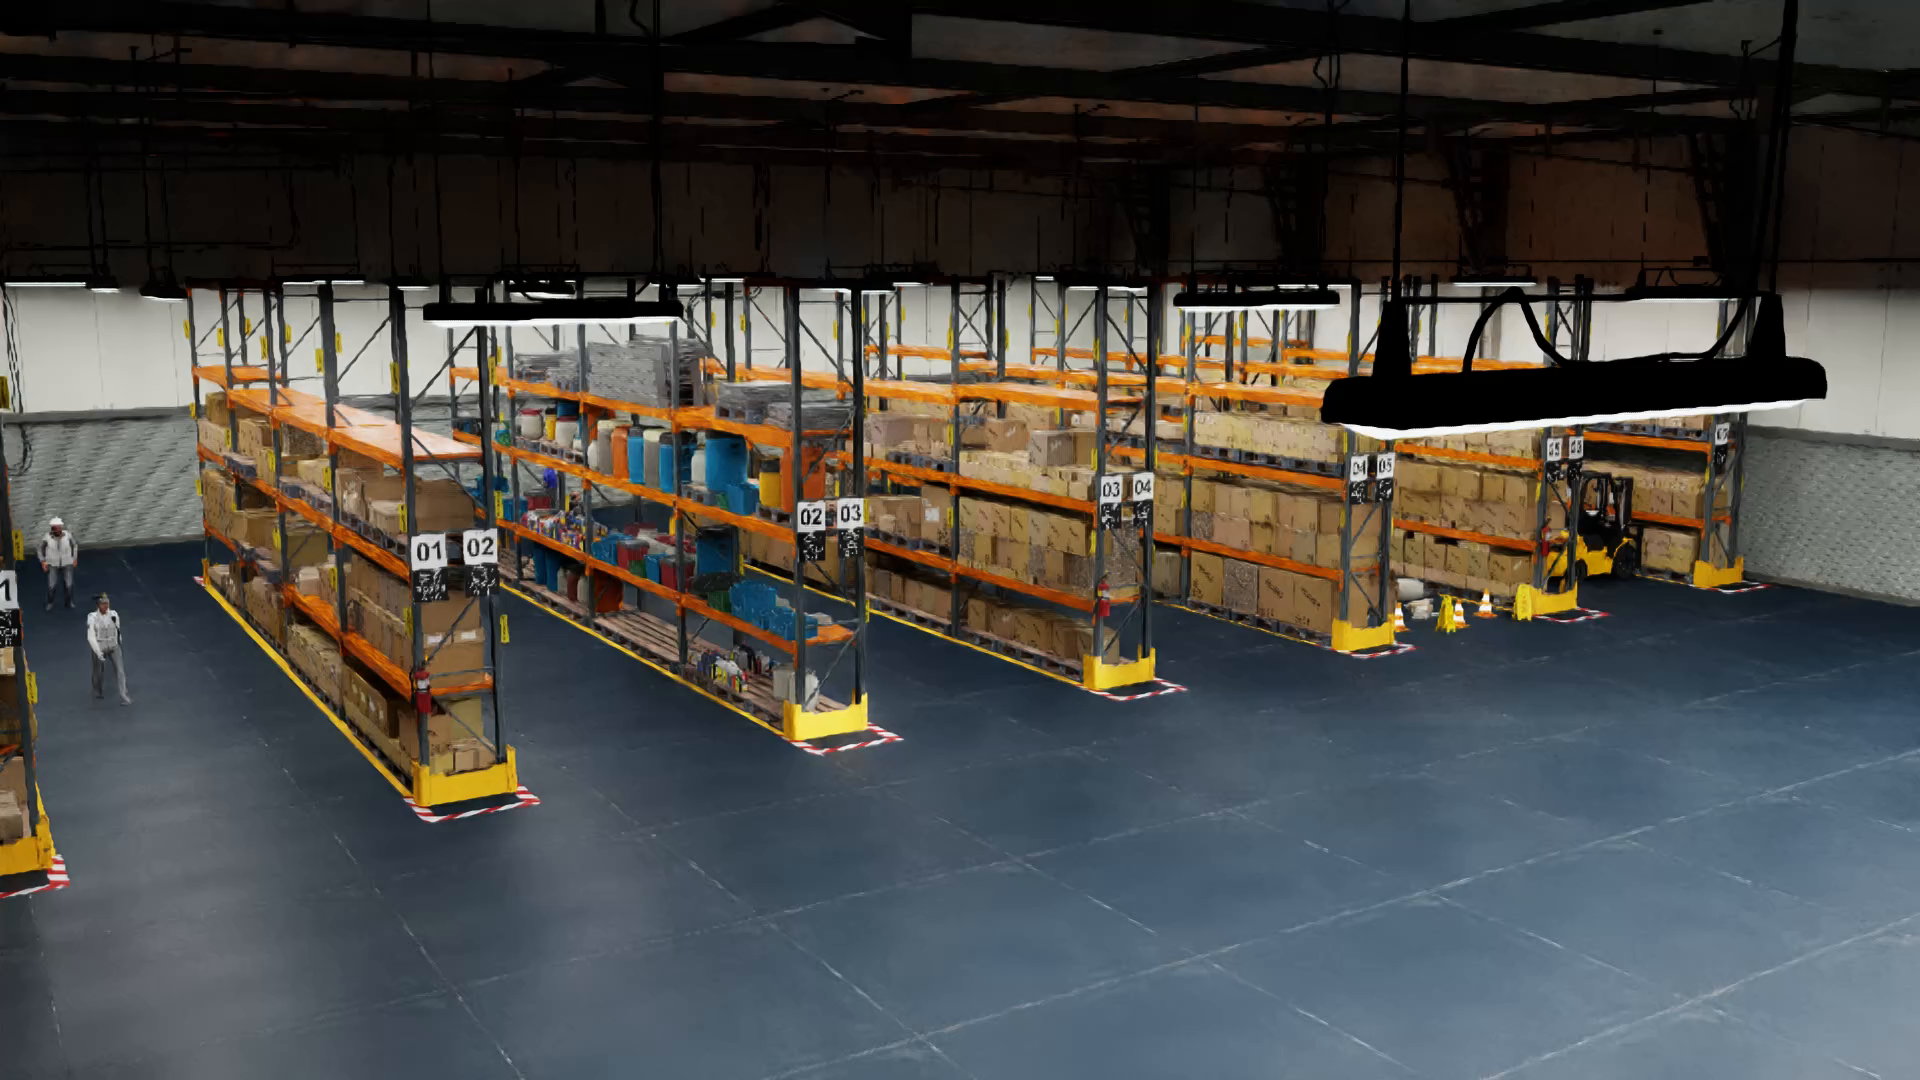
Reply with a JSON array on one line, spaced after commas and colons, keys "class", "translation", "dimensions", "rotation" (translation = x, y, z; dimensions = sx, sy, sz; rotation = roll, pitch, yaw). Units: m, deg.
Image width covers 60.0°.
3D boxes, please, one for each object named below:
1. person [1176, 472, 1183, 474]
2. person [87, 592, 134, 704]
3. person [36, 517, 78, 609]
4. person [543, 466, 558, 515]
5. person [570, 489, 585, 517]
[{"class": "person", "translation": [4.731, -0.615, 36.272], "dimensions": [0.591, 1.763, 0.685], "rotation": [-1, 10, -8]}, {"class": "person", "translation": [-12.279, 1.538, 23.891], "dimensions": [0.483, 1.621, 0.995], "rotation": [-8, 13, -40]}, {"class": "person", "translation": [-16.443, 0.425, 30.343], "dimensions": [0.677, 1.725, 0.574], "rotation": [-7, 12, -34]}, {"class": "person", "translation": [-9.872, -1.111, 39.637], "dimensions": [0.479, 1.651, 0.622], "rotation": [3, 10, 17]}, {"class": "person", "translation": [-7.799, -0.177, 33.751], "dimensions": [0.386, 1.727, 0.653], "rotation": [-8, 12, -39]}]
